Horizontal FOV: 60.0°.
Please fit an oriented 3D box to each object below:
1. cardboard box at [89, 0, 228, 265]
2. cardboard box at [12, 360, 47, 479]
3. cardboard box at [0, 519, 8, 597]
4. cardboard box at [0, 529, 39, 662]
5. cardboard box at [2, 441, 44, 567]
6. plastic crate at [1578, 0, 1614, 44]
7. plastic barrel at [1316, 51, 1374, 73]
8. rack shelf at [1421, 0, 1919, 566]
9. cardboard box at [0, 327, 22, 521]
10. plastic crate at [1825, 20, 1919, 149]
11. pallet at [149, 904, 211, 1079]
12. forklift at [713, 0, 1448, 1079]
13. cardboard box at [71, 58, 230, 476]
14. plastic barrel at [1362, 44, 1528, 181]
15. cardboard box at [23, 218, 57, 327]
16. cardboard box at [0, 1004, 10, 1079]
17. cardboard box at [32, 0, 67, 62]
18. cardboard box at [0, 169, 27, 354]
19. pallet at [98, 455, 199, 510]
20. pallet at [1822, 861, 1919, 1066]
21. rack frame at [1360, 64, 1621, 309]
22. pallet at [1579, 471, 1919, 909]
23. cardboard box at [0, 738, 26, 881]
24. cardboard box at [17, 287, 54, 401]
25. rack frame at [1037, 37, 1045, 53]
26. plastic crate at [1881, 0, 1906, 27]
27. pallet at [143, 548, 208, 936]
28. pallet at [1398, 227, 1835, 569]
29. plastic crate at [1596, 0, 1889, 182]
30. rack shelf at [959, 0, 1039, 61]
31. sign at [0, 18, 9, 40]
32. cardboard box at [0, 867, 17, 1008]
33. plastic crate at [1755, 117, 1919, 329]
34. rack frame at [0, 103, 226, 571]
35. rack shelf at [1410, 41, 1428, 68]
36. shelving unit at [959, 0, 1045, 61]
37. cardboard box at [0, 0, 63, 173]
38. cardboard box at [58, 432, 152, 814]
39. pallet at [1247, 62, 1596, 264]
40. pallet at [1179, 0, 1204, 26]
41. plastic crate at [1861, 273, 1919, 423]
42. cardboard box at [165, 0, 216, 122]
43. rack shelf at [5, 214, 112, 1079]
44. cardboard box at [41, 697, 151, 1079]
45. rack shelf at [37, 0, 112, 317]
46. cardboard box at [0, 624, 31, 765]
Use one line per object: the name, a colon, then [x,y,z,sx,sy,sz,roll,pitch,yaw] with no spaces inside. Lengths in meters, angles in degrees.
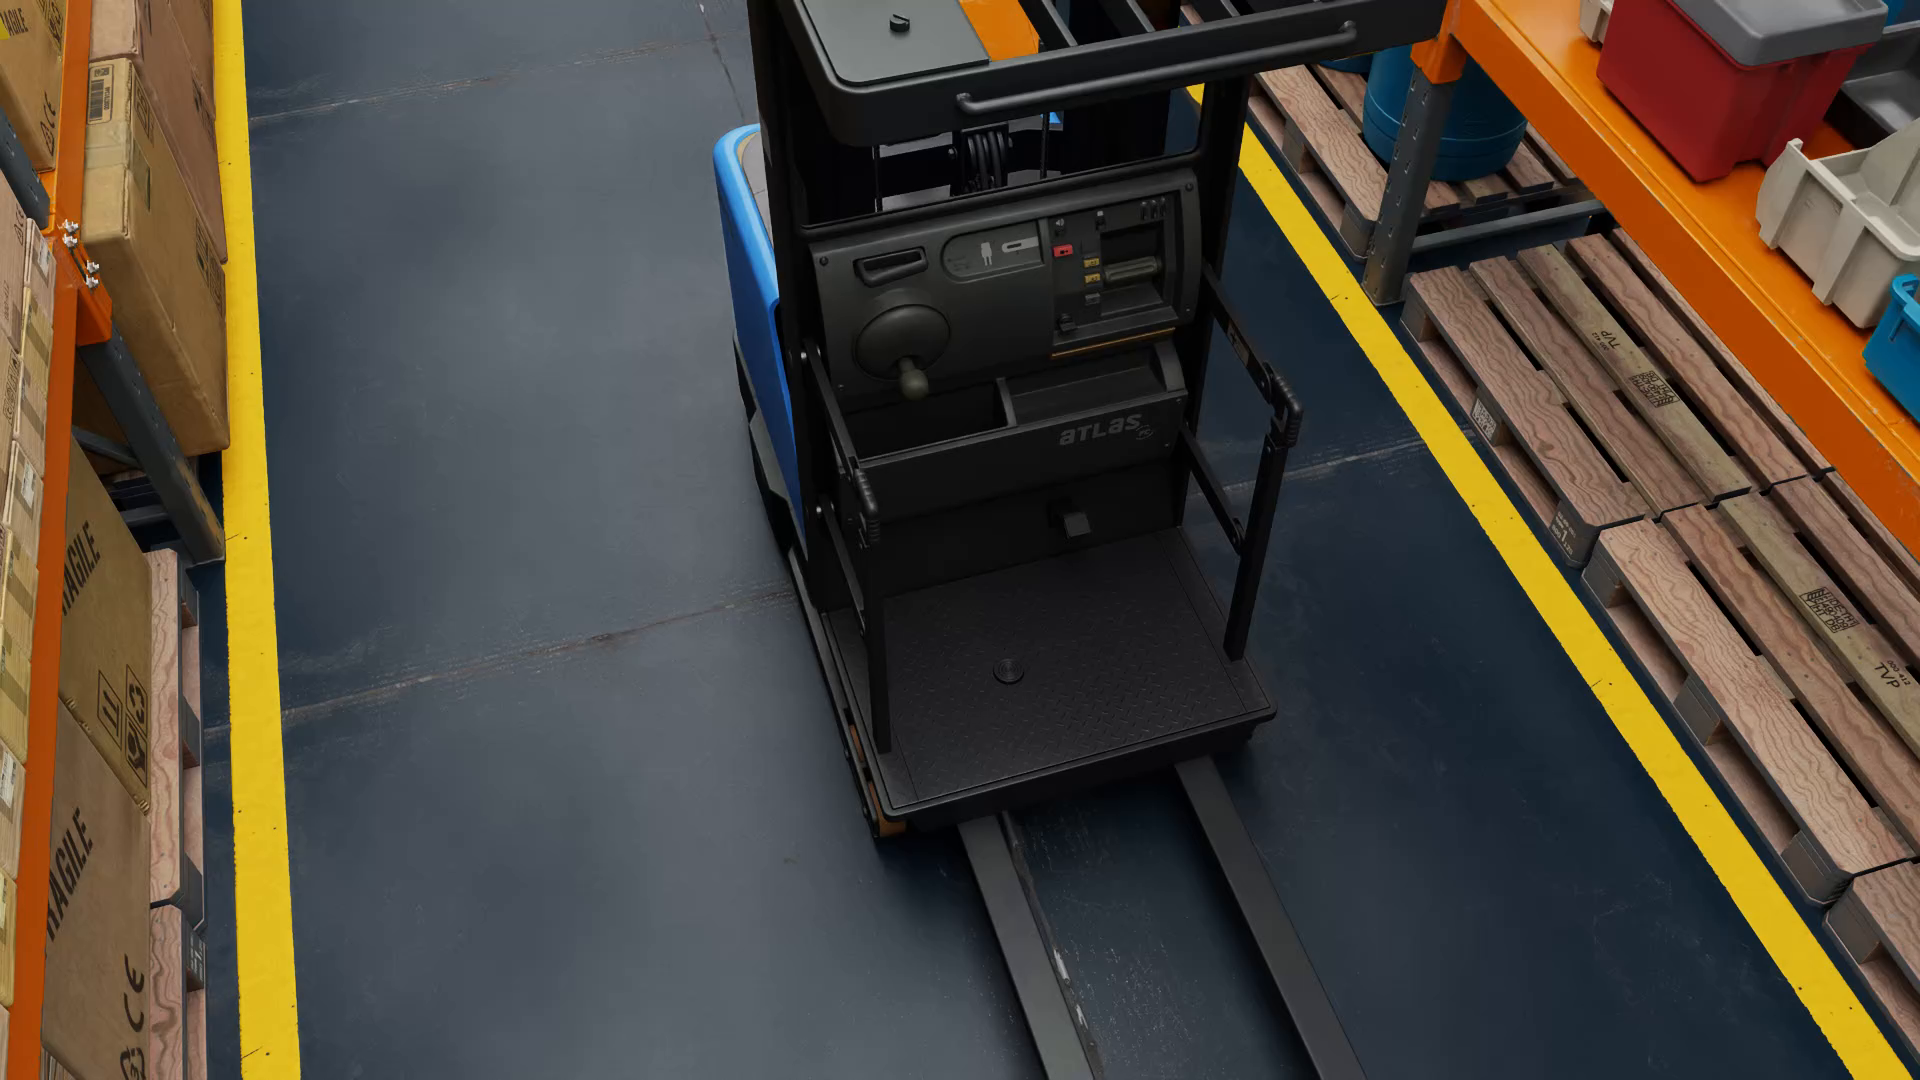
cardboard box: [-3.260,-1.396,5.580,1.225,0.875,0.875,-15,51,-12]
cardboard box: [-2.232,-0.225,3.642,0.380,0.149,0.250,-14,51,-12]
cardboard box: [-2.099,0.135,3.078,0.500,0.250,0.500,-12,51,-10]
cardboard box: [-2.079,0.151,3.325,0.380,0.149,0.250,-12,51,-10]
cardboard box: [-2.156,-0.038,3.484,0.380,0.149,0.250,-12,51,-10]
plastic crate: [1.946,-1.512,4.696,0.396,0.136,0.243,-13,51,-11]
plastic barrel: [1.590,-2.328,6.348,0.600,0.901,0.708,-13,51,-11]
rack shelf: [2.536,-0.258,3.976,1.077,0.370,4.000,-13,51,-11]
cardboard box: [-2.250,-0.237,3.392,0.500,0.250,0.500,-12,51,-10]
plastic crate: [2.532,-1.124,4.377,0.437,0.125,0.590,-13,51,-11]
pallet: [-2.272,1.534,3.819,1.003,0.211,1.213,-13,51,-11]
forklift: [0.189,-0.485,3.742,1.130,2.935,3.031,-14,51,-11]
cardboard box: [-2.995,-0.744,5.030,1.225,0.875,0.875,-13,51,-11]
plastic barrel: [1.800,-1.811,5.912,0.600,0.901,0.708,-13,51,-11]
cardboard box: [-2.384,-0.601,3.959,0.380,0.149,0.250,-13,51,-11]
cardboard box: [-1.776,0.900,2.694,0.380,0.149,0.250,-14,51,-11]
cardboard box: [-2.834,-1.622,4.590,0.500,0.500,0.500,-13,51,-11]
cardboard box: [-2.406,-0.615,3.710,0.500,0.250,0.500,-14,51,-12]
pallet: [-3.087,-0.478,5.515,1.003,0.211,1.213,-13,51,-11]
pallet: [2.921,1.259,4.051,1.003,0.211,1.213,-13,51,-11]
rack frame: [1.944,-1.950,4.932,1.000,3.000,0.127,-13,51,-11]
pallet: [2.563,0.369,4.801,1.003,0.211,1.213,-13,51,-11]
cardboard box: [-1.929,0.524,3.011,0.380,0.149,0.250,-13,51,-10]
cardboard box: [-2.307,-0.413,3.800,0.380,0.149,0.250,-12,51,-10]
rack frame: [0.034,-1.141,5.476,0.500,1.125,0.032,-5,50,-4]
plastic crate: [2.408,-1.701,4.693,0.392,0.384,0.575,-13,51,-11]
pallet: [-2.637,0.641,4.571,1.003,0.211,1.213,-13,51,-11]
pallet: [2.199,-0.523,5.553,1.003,0.211,1.213,-13,51,-11]
plastic crate: [1.969,-1.281,4.287,0.402,0.464,0.583,-13,51,-11]
rack shelf: [-0.026,-1.716,5.578,0.538,0.278,1.000,-5,50,-4]
sign: [-2.257,-1.262,3.734,0.100,0.325,0.005,-13,51,-11]
cardboard box: [-1.850,0.715,2.850,0.380,0.149,0.250,-14,51,-12]
plastic crate: [2.220,-0.775,3.979,0.437,0.282,0.530,-13,51,-11]
rack frame: [-2.787,-0.830,3.988,1.000,3.000,0.127,-13,51,-11]
rack shelf: [1.353,-3.179,6.439,1.077,0.370,4.000,-13,51,-11]
shelving unit: [-0.026,-1.527,5.802,0.538,1.125,1.048,-5,50,-4]
cardboard box: [-2.684,-1.255,4.281,0.500,0.500,0.500,-13,51,-11]
cardboard box: [-2.668,0.219,4.218,0.875,0.875,0.875,-13,51,-11]
pallet: [1.756,-1.625,6.481,1.003,0.211,1.213,-13,51,-11]
pallet: [1.392,-2.517,7.234,1.003,0.211,1.213,-13,51,-11]
plastic crate: [2.275,-0.436,3.726,0.416,0.233,0.300,-13,51,-11]
cardboard box: [-3.529,-2.041,6.124,1.225,0.875,0.875,-13,51,-11]
rack shelf: [-2.195,0.862,3.032,1.077,0.370,4.000,-13,51,-11]
cardboard box: [-2.402,0.876,3.664,0.875,0.875,0.875,-13,51,-11]
rack shelf: [-3.378,-2.059,5.495,1.077,0.370,4.000,-13,51,-11]
cardboard box: [-2.003,0.338,3.168,0.380,0.149,0.250,-14,51,-12]
